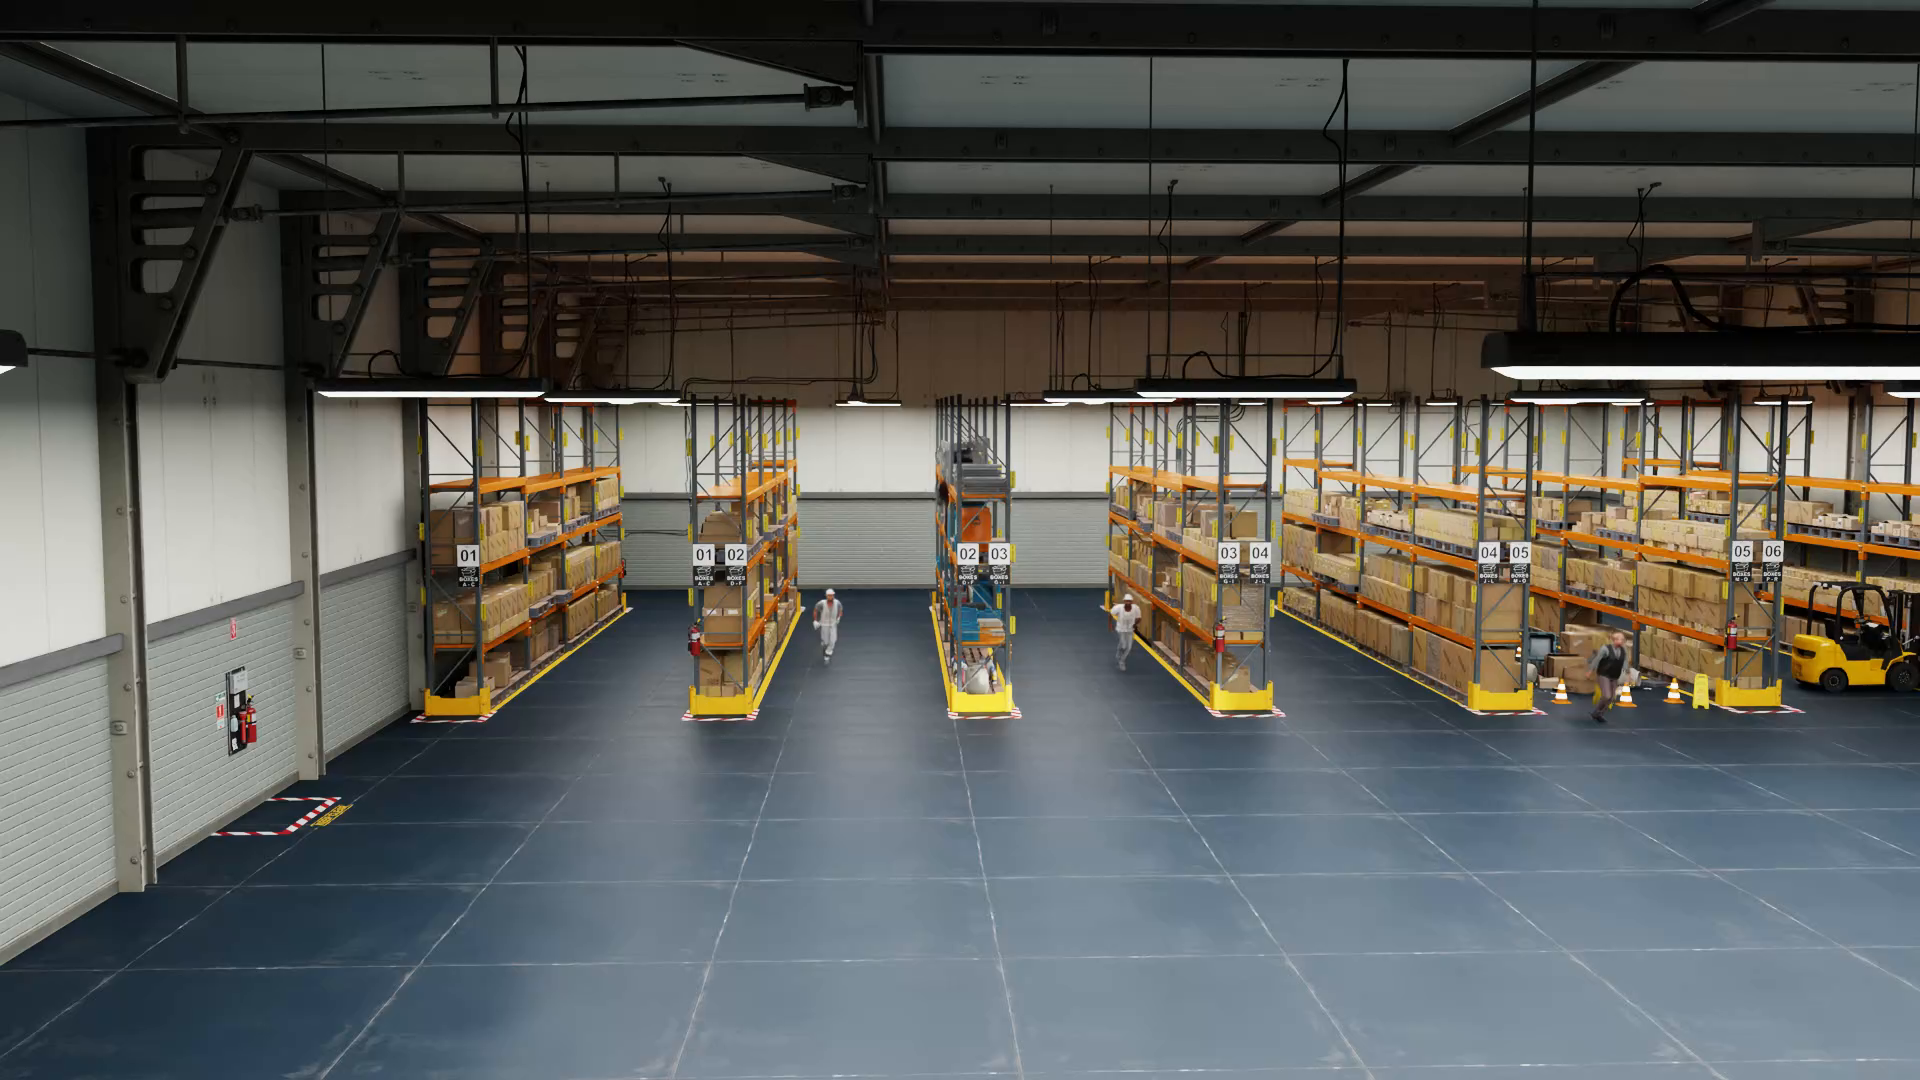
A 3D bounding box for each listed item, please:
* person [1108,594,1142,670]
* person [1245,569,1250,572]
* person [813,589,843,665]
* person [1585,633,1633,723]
[{"bbox_3d":[3.644,2.016,36.556,0.672,1.689,0.736,-1,5,-15],"label":"person"},{"bbox_3d":[8.086,1.179,47.511,0.691,1.717,1.002,0,5,5],"label":"person"},{"bbox_3d":[-2.948,1.935,37.285,0.646,1.710,0.711,-2,5,-20],"label":"person"},{"bbox_3d":[11.840,2.510,30.272,0.657,1.685,0.651,-2,5,-20],"label":"person"}]
